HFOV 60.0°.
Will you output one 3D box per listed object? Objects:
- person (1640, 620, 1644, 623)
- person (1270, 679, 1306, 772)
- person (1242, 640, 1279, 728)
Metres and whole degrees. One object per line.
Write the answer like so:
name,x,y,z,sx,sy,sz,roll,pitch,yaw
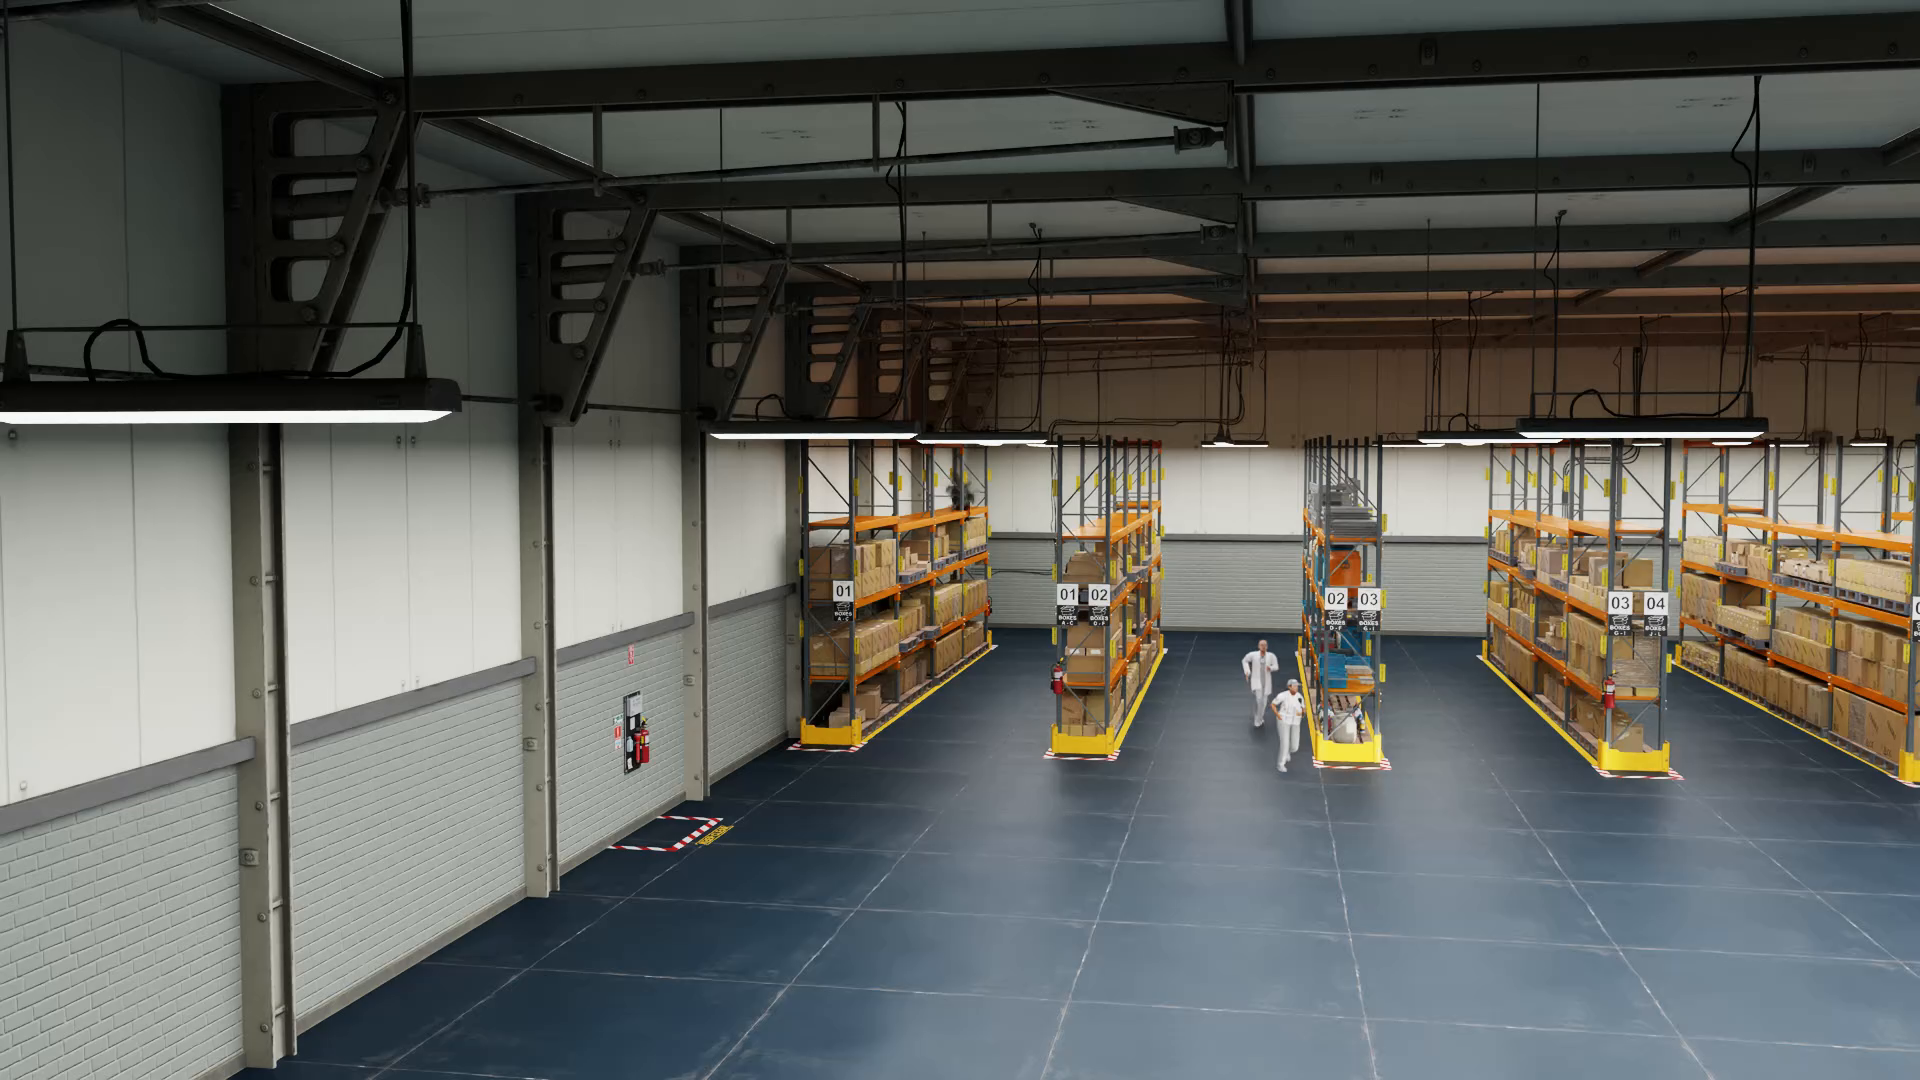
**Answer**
person,18.152,2.435,45.167,0.924,1.664,0.678,-2,4,-32
person,5.942,3.319,29.972,0.637,1.630,0.768,-1,3,-13
person,6.251,2.976,34.446,0.684,1.813,0.745,0,3,-4
